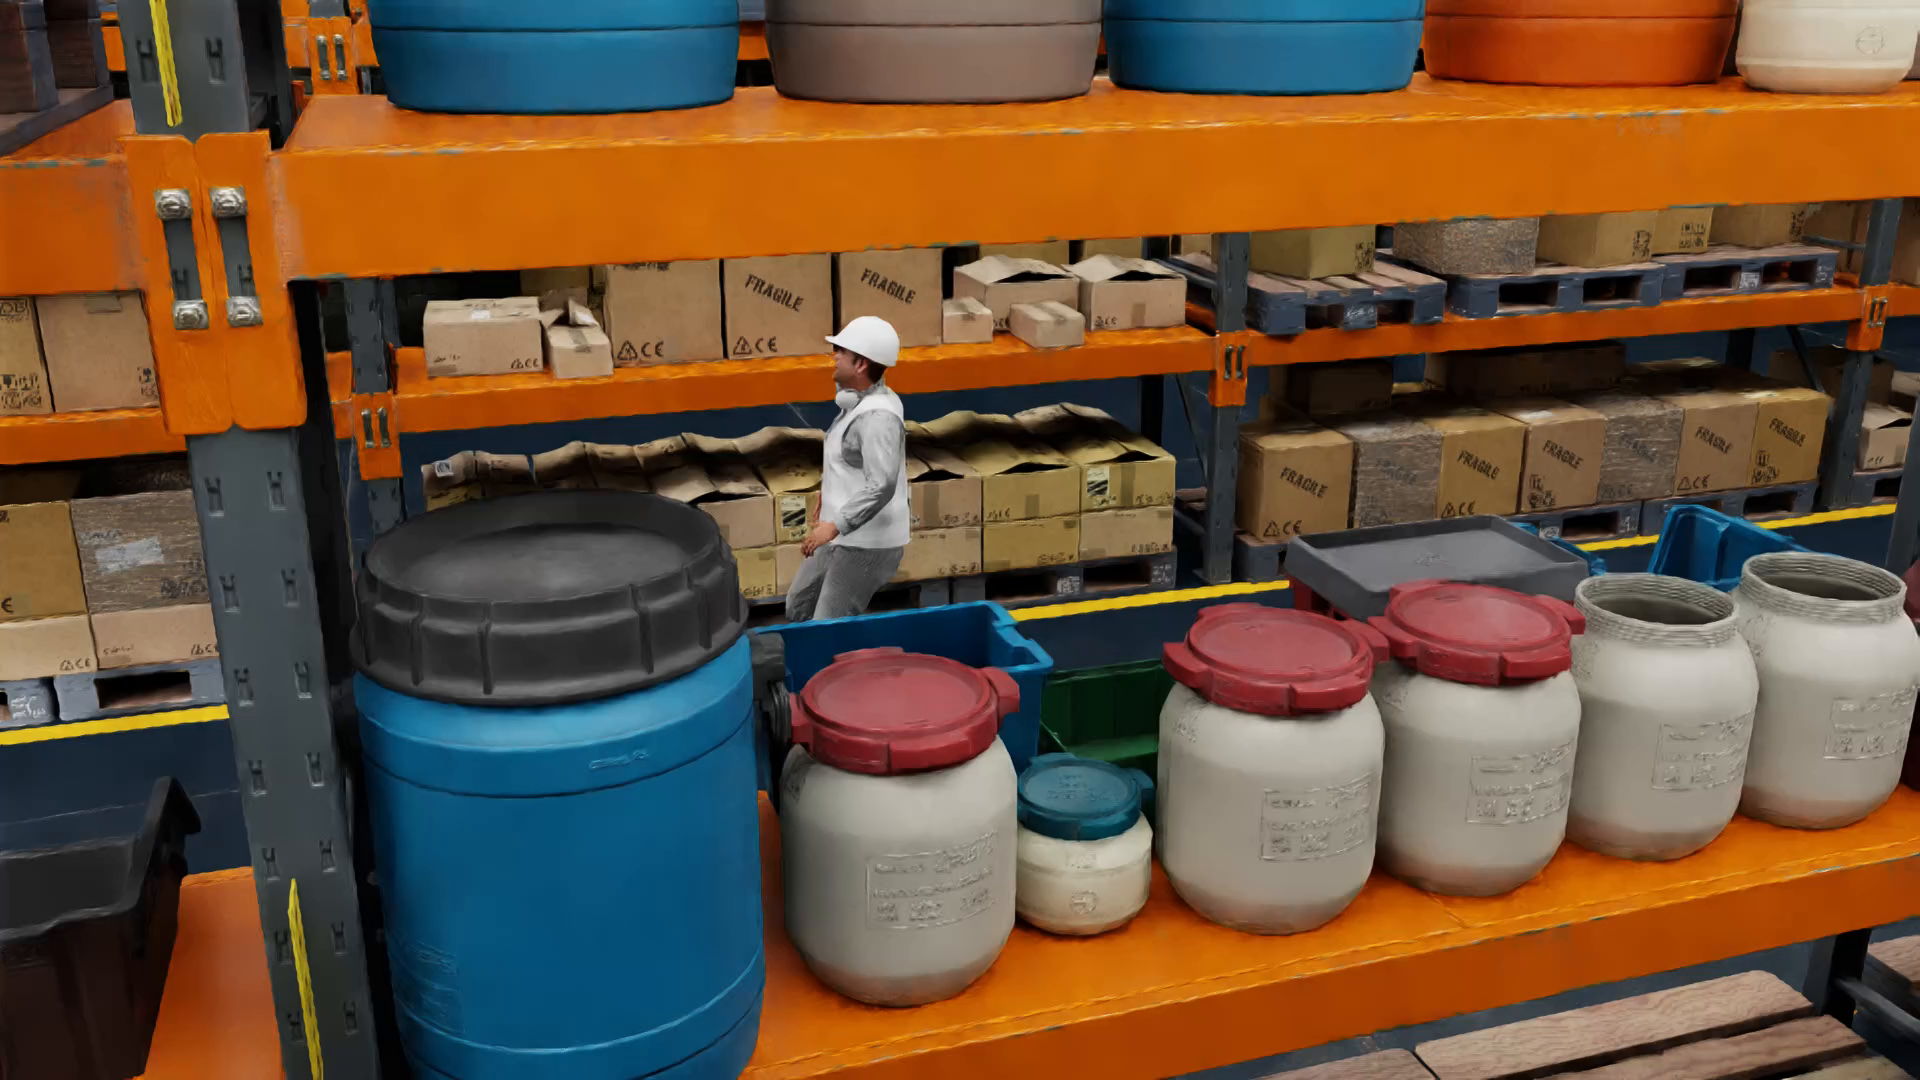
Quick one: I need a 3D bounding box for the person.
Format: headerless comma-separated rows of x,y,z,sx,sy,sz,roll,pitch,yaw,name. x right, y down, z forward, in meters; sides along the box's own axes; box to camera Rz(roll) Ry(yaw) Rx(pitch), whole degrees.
-0.444,-0.026,6.633,0.503,1.734,0.716,-4,19,-11,person
